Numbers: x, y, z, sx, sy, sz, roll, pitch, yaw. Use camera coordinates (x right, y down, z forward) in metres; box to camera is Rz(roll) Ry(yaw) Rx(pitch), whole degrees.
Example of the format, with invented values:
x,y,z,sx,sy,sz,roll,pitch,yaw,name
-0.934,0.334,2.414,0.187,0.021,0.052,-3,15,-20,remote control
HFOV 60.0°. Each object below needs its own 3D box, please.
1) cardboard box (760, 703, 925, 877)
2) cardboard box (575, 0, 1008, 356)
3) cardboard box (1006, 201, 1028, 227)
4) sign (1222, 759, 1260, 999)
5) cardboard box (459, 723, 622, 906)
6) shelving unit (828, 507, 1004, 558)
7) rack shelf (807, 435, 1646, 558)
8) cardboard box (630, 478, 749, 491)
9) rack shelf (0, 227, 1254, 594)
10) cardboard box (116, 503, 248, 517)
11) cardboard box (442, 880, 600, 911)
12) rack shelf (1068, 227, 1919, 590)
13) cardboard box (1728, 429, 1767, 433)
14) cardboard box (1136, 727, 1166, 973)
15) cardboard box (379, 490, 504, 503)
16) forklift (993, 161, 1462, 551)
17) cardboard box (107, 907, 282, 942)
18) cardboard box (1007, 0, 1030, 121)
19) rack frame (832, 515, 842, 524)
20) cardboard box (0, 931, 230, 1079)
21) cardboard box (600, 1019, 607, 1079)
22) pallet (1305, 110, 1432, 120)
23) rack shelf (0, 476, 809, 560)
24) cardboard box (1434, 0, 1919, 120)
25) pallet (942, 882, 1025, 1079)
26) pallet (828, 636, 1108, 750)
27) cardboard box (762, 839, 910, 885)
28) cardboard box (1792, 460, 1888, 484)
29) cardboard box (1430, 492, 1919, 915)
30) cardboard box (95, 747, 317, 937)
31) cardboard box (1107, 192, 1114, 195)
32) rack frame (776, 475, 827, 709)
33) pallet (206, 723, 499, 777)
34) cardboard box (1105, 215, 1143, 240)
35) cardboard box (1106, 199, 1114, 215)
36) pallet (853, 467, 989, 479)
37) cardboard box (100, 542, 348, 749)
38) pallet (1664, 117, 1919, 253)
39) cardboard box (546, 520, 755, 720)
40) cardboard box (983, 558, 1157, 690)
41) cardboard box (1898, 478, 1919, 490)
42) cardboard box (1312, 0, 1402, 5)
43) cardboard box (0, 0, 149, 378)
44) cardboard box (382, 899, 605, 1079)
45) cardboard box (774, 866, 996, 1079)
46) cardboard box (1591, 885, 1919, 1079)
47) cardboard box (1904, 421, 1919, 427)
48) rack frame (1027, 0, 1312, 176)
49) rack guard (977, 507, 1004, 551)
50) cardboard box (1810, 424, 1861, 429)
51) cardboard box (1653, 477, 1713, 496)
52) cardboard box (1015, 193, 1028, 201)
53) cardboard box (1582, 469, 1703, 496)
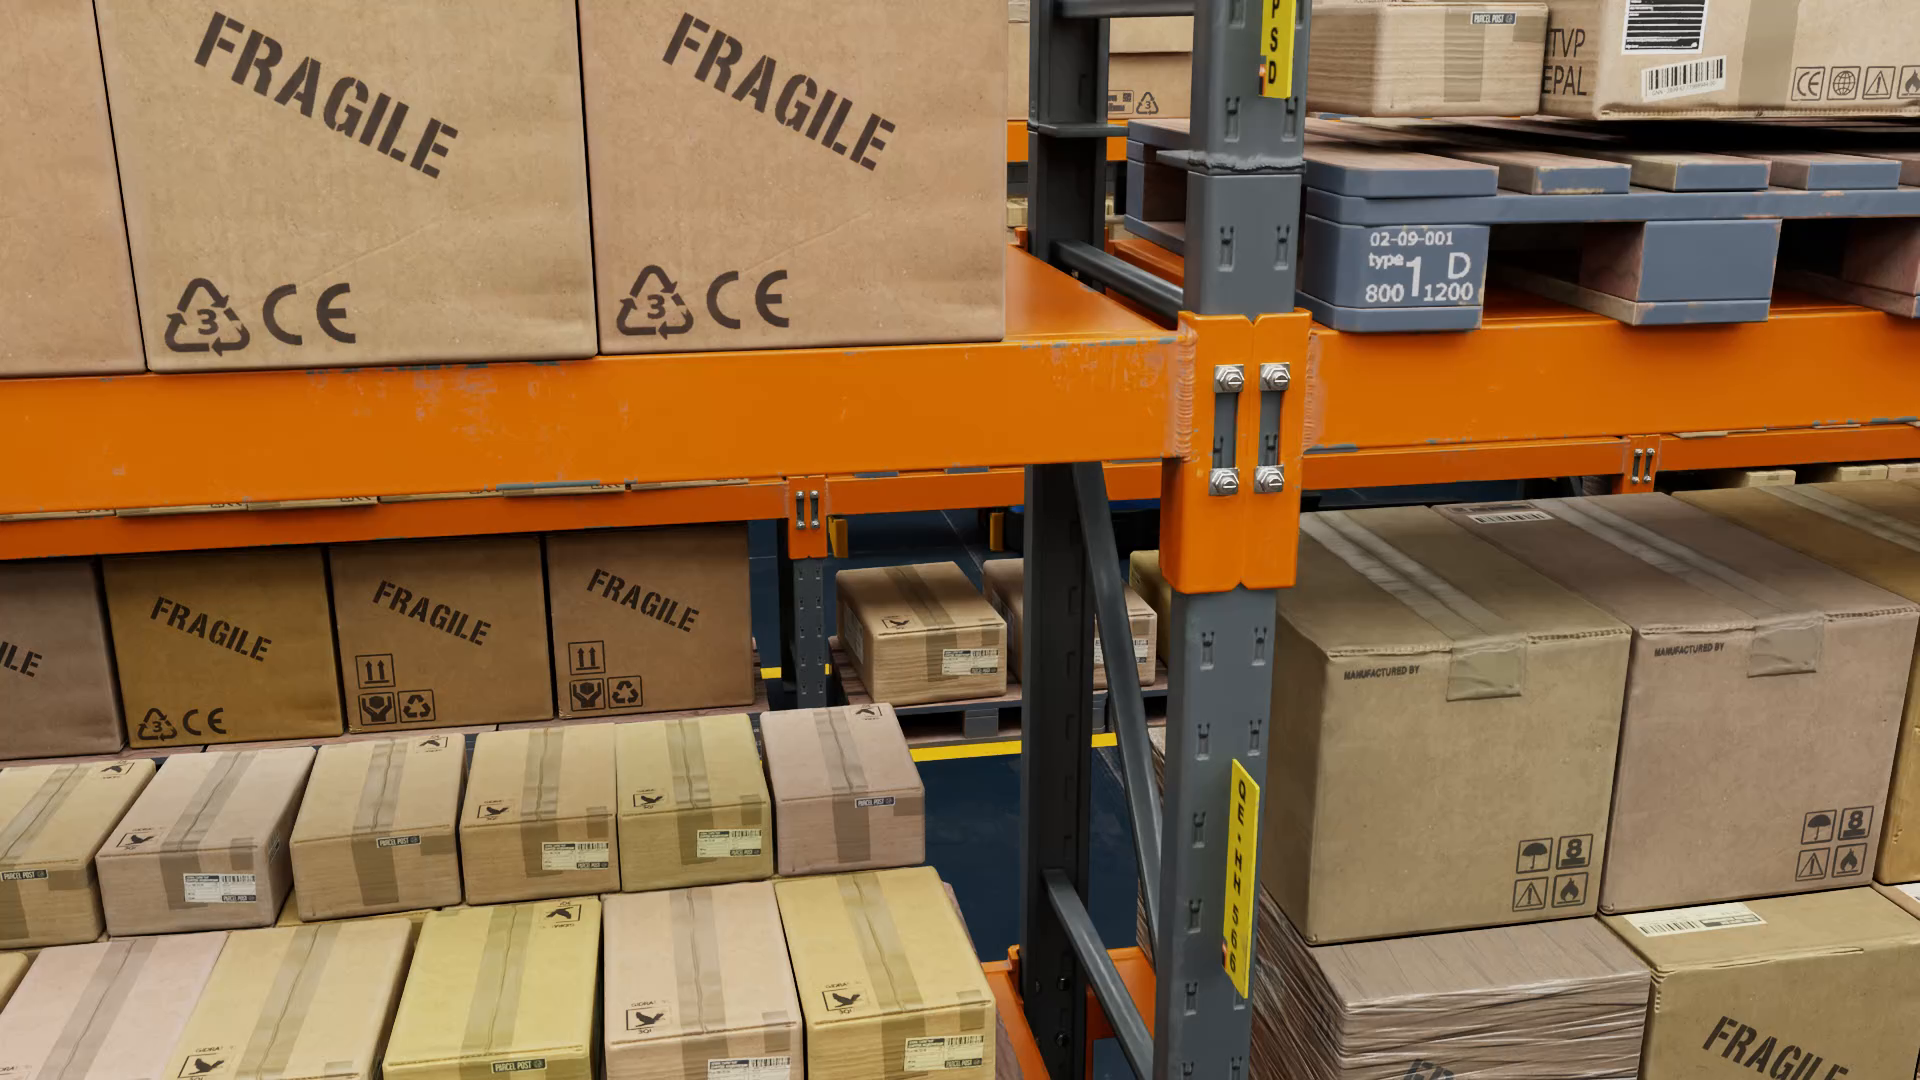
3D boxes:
x,y,z,sx,sy,sz,roll,pitch,yaw,name
-0.217,0.438,2.976,0.250,0.149,0.380,-3,17,-10,cardboard box
-0.235,-0.544,2.193,0.500,0.500,0.500,-3,17,-10,cardboard box
0.434,-2.400,12.241,0.250,0.149,0.380,-4,17,-12,cardboard box
0.390,0.473,2.325,0.005,0.325,0.100,-3,17,-10,sign
-0.718,0.466,2.885,0.250,0.149,0.380,-3,17,-11,cardboard box
-0.295,-0.710,10.568,1.083,1.500,0.587,-3,17,-8,shelving unit
1.203,-0.356,8.086,4.000,0.370,1.077,-3,17,-10,rack shelf
-1.208,-0.414,7.305,0.500,0.250,0.500,-4,17,-12,cardboard box
-1.686,-0.145,2.293,4.000,0.370,1.077,-3,17,-10,rack shelf
-3.192,-0.295,6.920,0.500,0.250,0.500,-3,17,-11,cardboard box
-0.762,0.611,2.920,0.250,0.149,0.380,-4,17,-12,cardboard box
2.242,-0.368,3.018,4.000,0.370,1.077,-3,17,-10,rack shelf
3.775,-0.645,8.231,0.250,0.149,0.380,-3,17,-9,cardboard box
0.669,0.683,3.310,0.500,0.500,0.500,-3,17,-10,cardboard box
-2.204,-0.357,7.121,0.500,0.250,0.500,-3,17,-11,cardboard box
1.748,-1.477,10.630,3.031,2.935,1.130,-3,17,-8,forklift
-1.254,0.639,2.830,0.250,0.149,0.380,-3,17,-10,cardboard box
0.172,-2.120,7.326,0.500,0.500,0.700,-3,17,-10,cardboard box
-0.789,-0.688,10.497,0.032,1.500,0.500,-3,17,-8,rack frame
-1.120,0.683,2.178,0.250,0.149,0.380,-3,17,-10,cardboard box
-0.382,0.784,2.355,0.250,0.149,0.380,-3,17,-8,cardboard box
1.523,-2.093,7.728,1.003,0.211,1.213,-3,17,-10,pallet
-2.724,-0.133,7.361,4.000,0.370,1.077,-3,17,-10,rack shelf
1.030,-0.784,2.412,0.500,0.311,0.500,-3,17,-10,cardboard box
-0.402,0.995,2.789,1.003,0.211,1.213,-3,17,-10,pallet
0.007,0.702,8.168,1.213,0.211,1.003,-3,17,-10,pallet
-0.235,0.579,3.023,0.250,0.149,0.380,-2,17,-8,cardboard box
4.436,-0.340,8.395,0.250,0.149,0.380,-3,17,-8,cardboard box
1.217,0.257,2.994,0.500,0.500,0.700,-3,17,-11,cardboard box
-1.243,0.496,2.787,0.250,0.149,0.380,-2,17,-8,cardboard box
1.317,-2.628,12.985,0.250,0.149,0.380,-3,17,-11,cardboard box
-0.760,-0.588,7.618,0.127,3.000,1.000,-3,17,-10,rack frame
-2.744,0.834,7.737,1.213,0.211,1.003,-3,17,-10,pallet
0.792,-1.461,7.964,0.250,0.149,0.380,-4,18,-13,cardboard box
1.195,-2.446,12.390,0.250,0.149,0.380,-4,17,-12,cardboard box
-0.081,-0.567,7.875,1.003,0.211,1.213,-3,17,-10,pallet
-3.209,0.339,7.502,0.875,0.875,0.875,-3,17,-9,cardboard box
1.998,-0.625,2.950,1.213,0.211,1.003,-2,17,-8,pallet
-1.454,0.241,7.821,0.875,0.875,0.875,-3,17,-11,cardboard box
0.519,0.395,8.177,0.625,0.372,0.950,-4,17,-12,cardboard box
2.222,0.199,3.182,0.500,0.500,0.700,-3,17,-11,cardboard box
1.624,-2.481,7.360,0.500,0.250,0.500,-3,17,-10,cardboard box
-1.215,-0.485,2.004,0.500,0.500,0.500,-3,17,-10,cardboard box
-0.620,0.655,2.268,0.250,0.149,0.380,-3,17,-9,cardboard box
-0.116,0.628,2.359,0.250,0.149,0.380,-4,18,-13,cardboard box
1.269,0.809,2.899,0.500,0.500,0.500,-3,17,-11,cardboard box
4.795,-0.685,8.360,0.250,0.149,0.380,-3,17,-10,cardboard box
0.278,-2.035,2.110,0.127,3.000,1.000,-3,17,-10,rack frame
0.197,-0.134,10.821,0.087,0.250,0.587,-3,17,-8,rack guard
4.280,-0.672,8.320,0.250,0.149,0.380,-3,17,-9,cardboard box
3.798,-0.011,8.429,0.500,0.500,0.500,-2,17,-8,cardboard box
0.574,-2.586,12.848,0.250,0.149,0.380,-3,17,-11,cardboard box
3.697,-0.166,8.935,0.500,0.500,0.500,-3,17,-11,cardboard box
